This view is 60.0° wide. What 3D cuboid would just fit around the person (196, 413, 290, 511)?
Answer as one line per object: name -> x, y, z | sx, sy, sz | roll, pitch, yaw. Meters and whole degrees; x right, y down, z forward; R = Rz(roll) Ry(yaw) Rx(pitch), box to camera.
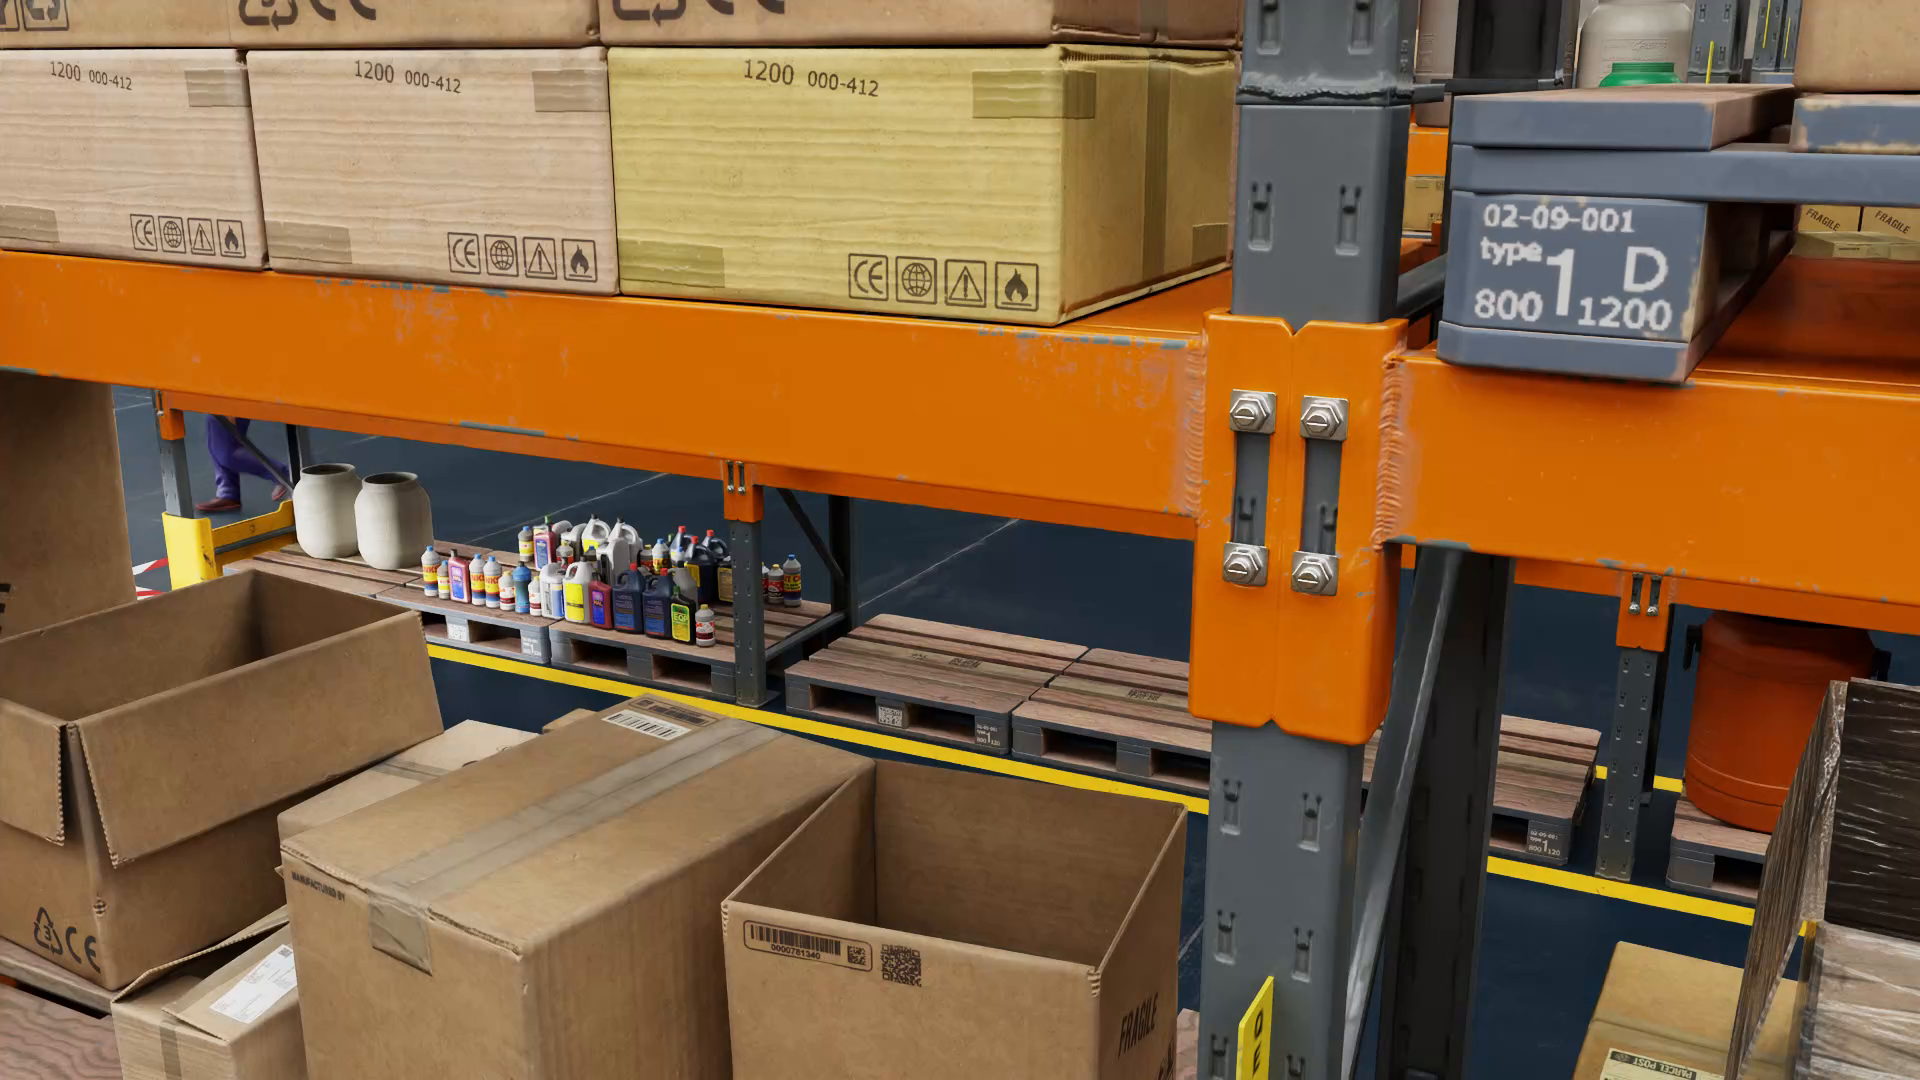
person -> -5.009, -0.975, 11.476 | 0.665, 1.606, 0.532 | -7, 17, -24
